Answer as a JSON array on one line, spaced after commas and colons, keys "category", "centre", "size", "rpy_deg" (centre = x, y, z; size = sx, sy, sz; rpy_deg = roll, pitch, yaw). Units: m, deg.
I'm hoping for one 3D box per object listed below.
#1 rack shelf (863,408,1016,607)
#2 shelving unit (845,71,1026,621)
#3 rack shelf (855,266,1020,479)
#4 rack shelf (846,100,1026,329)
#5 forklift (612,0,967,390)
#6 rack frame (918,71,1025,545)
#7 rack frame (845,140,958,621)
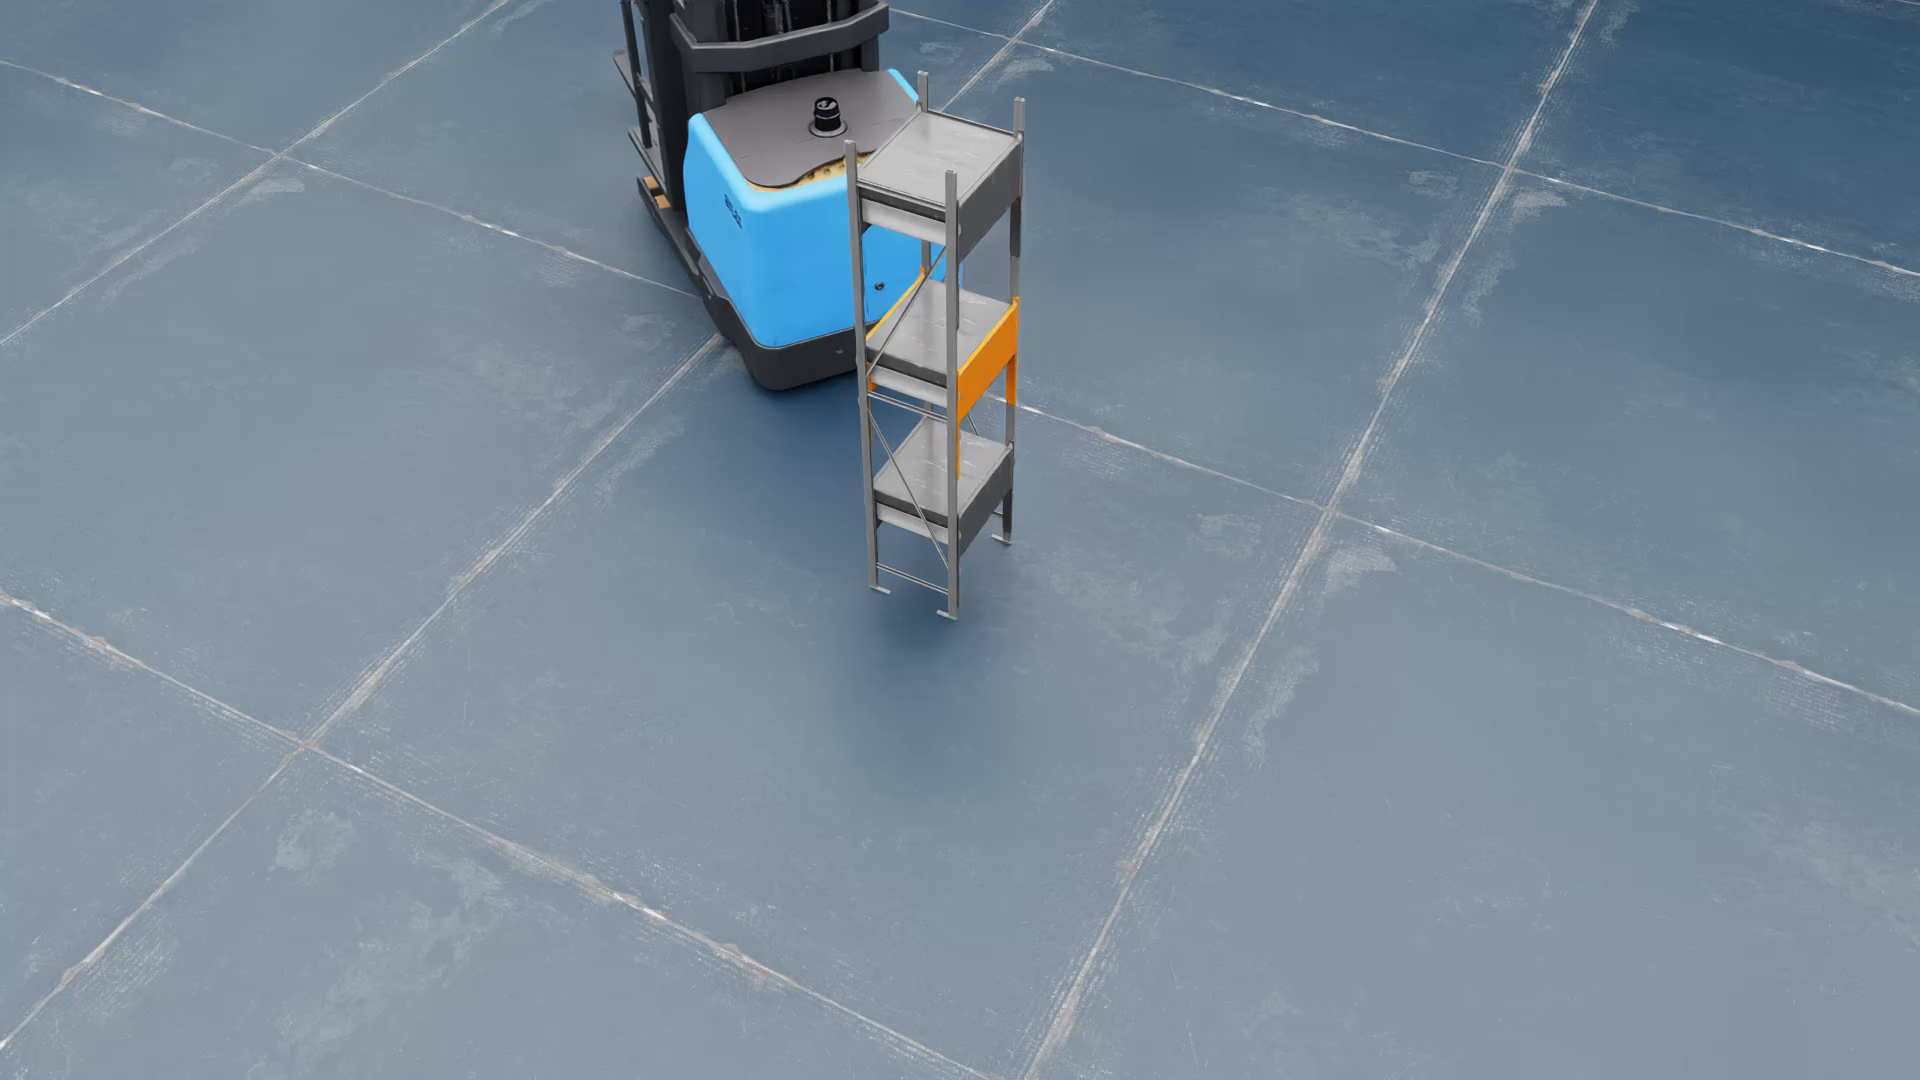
[{"category": "rack shelf", "centre": [-0.077, -0.132, 6.688], "size": [0.431, 0.518, 0.480], "rpy_deg": [20, 49, 19]}, {"category": "shelving unit", "centre": [-0.077, -0.634, 6.180], "size": [0.431, 2.100, 0.503], "rpy_deg": [20, 49, 19]}, {"category": "rack shelf", "centre": [-0.077, -0.624, 6.190], "size": [0.431, 0.518, 0.480], "rpy_deg": [20, 49, 19]}, {"category": "rack shelf", "centre": [-0.077, -1.116, 5.692], "size": [0.431, 0.518, 0.480], "rpy_deg": [20, 49, 19]}, {"category": "forklift", "centre": [-1.041, -2.774, 7.711], "size": [1.130, 2.935, 3.031], "rpy_deg": [-18, 48, -17]}, {"category": "rack frame", "centre": [0.036, -0.788, 6.332], "size": [0.400, 2.100, 0.015], "rpy_deg": [20, 49, 19]}, {"category": "rack frame", "centre": [-0.190, -0.480, 6.028], "size": [0.400, 2.100, 0.015], "rpy_deg": [20, 49, 19]}]
